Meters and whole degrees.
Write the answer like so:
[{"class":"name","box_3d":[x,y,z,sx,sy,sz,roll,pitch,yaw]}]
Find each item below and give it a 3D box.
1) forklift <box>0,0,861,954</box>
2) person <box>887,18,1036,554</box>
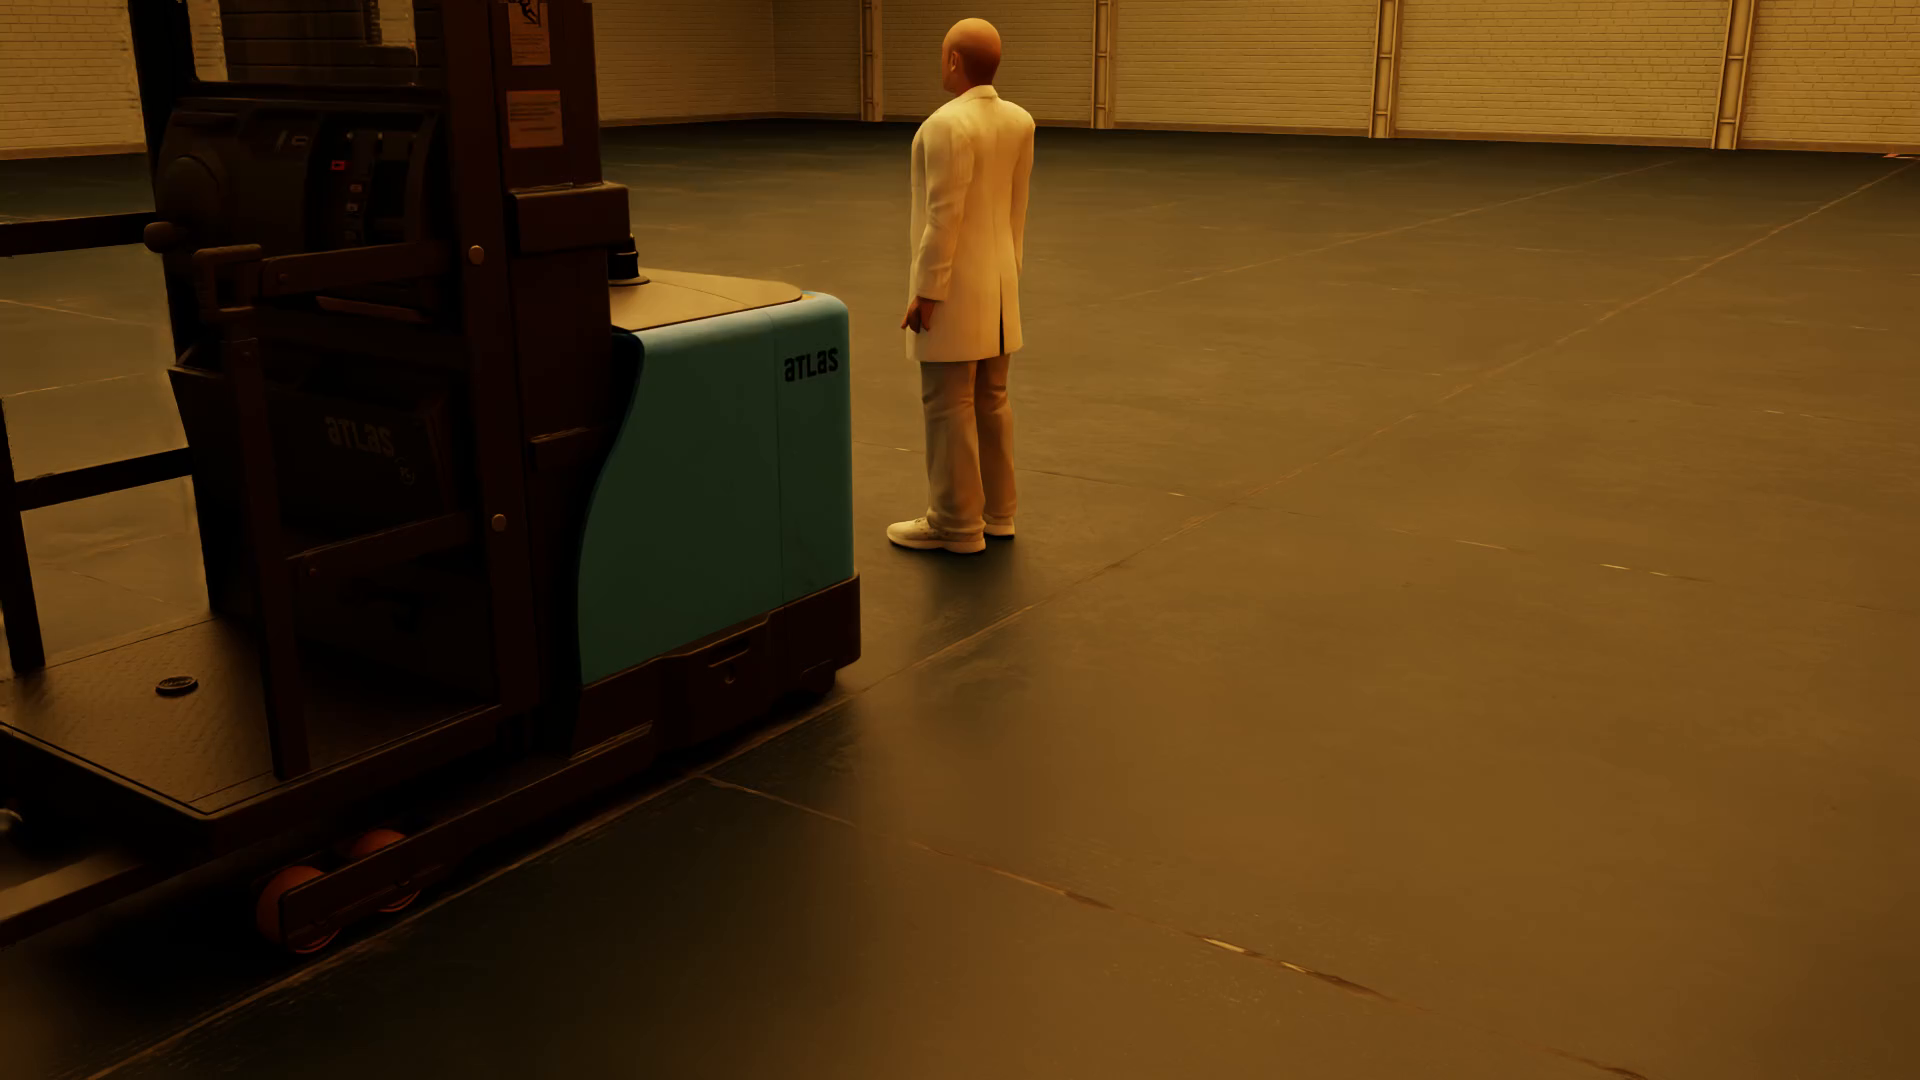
[{"class":"forklift","box_3d":[-1.533,-0.753,3.351,1.130,2.935,3.031,11,20,33]},{"class":"person","box_3d":[-0.017,-0.855,5.702,0.391,1.782,0.553,11,20,33]}]
